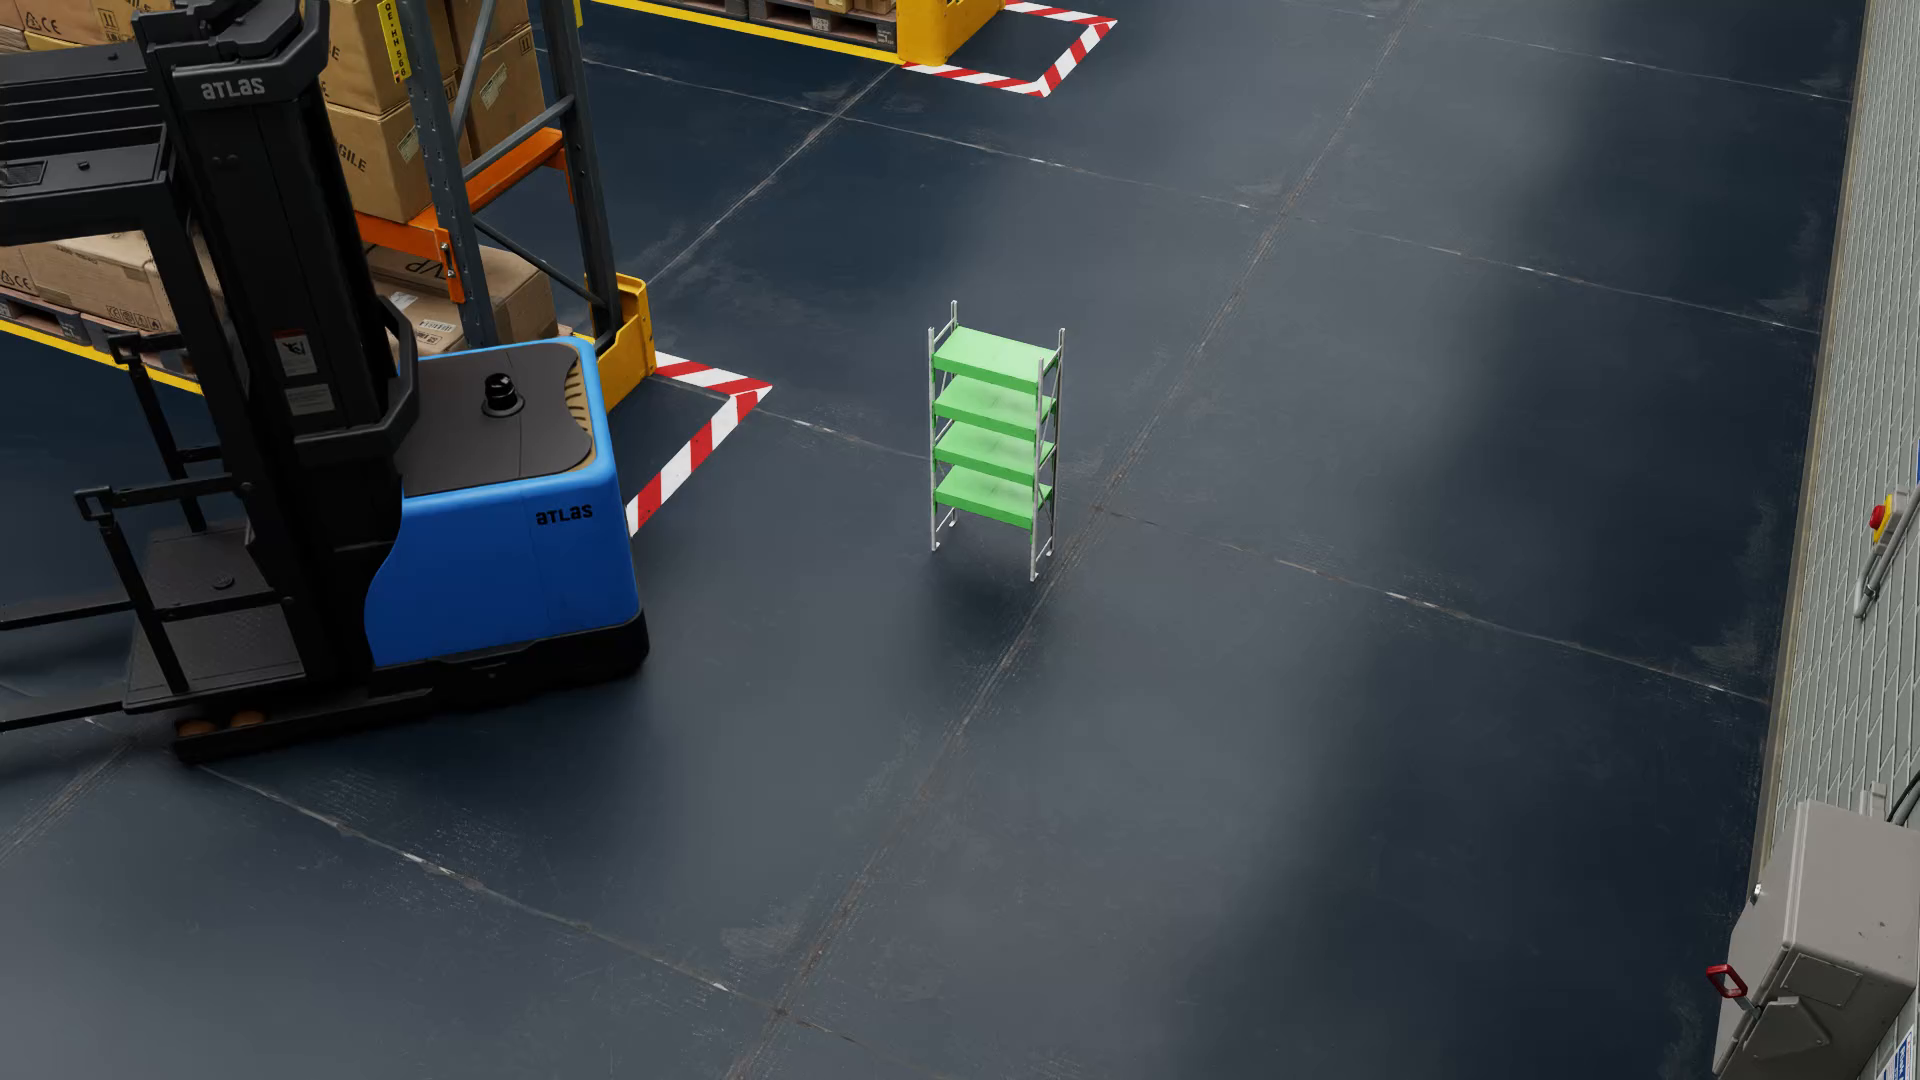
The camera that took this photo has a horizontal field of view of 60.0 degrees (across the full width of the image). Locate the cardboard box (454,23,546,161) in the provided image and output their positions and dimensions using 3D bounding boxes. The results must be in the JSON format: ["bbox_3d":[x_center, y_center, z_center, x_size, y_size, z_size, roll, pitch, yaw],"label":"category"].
[{"bbox_3d":[-2.296,-2.102,7.692,0.500,0.500,0.500,17,44,18],"label":"cardboard box"}]

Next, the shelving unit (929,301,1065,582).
[{"bbox_3d":[0.150,-0.408,7.188,0.503,1.200,0.258,17,44,19],"label":"shelving unit"}]

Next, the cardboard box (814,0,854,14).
[{"bbox_3d":[-0.822,-3.841,11.631,0.250,0.149,0.380,18,44,20],"label":"cardboard box"}]

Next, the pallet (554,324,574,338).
[{"bbox_3d":[-2.740,-0.882,8.490,1.213,0.211,1.003,17,44,19],"label":"pallet"}]

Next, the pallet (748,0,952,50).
[{"bbox_3d":[-0.771,-3.940,12.018,1.213,0.211,1.003,17,44,19],"label":"pallet"}]

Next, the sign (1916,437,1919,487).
[{"bbox_3d":[3.213,-0.327,5.514,0.001,0.218,0.327,17,44,19],"label":"sign"}]

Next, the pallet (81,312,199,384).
[{"bbox_3d":[-3.841,-1.220,8.881,1.213,0.211,1.003,17,44,19],"label":"pallet"}]

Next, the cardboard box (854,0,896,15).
[{"bbox_3d":[-0.546,-3.830,11.618,0.250,0.149,0.380,18,44,19],"label":"cardboard box"}]

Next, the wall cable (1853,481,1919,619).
[{"bbox_3d":[3.138,-0.609,5.246,0.123,1.953,0.585,17,44,19],"label":"wall cable"}]

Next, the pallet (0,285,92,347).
[{"bbox_3d":[-4.951,-1.557,9.270,1.213,0.211,1.003,17,44,19],"label":"pallet"}]

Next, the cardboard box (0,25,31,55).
[{"bbox_3d":[-4.390,-2.337,7.964,0.500,0.500,0.500,17,44,19],"label":"cardboard box"}]

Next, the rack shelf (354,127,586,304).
[{"bbox_3d":[-3.795,-2.042,8.249,4.000,0.370,1.077,17,44,19],"label":"rack shelf"}]

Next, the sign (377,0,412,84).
[{"bbox_3d":[-2.224,-1.969,6.551,0.005,0.325,0.100,17,44,19],"label":"sign"}]

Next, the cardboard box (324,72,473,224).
[{"bbox_3d":[-2.531,-1.775,7.315,0.500,0.500,0.500,17,44,19],"label":"cardboard box"}]

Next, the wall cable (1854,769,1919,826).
[{"bbox_3d":[2.549,0.248,4.282,0.122,1.984,0.588,17,44,19],"label":"wall cable"}]

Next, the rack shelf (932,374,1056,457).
[{"bbox_3d":[0.150,-0.541,7.073,0.480,0.148,0.258,17,44,19],"label":"rack shelf"}]

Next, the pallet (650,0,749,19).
[{"bbox_3d":[-1.873,-4.279,12.409,1.213,0.211,1.003,17,44,19],"label":"pallet"}]

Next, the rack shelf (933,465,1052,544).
[{"bbox_3d":[0.150,-0.178,7.387,0.480,0.148,0.258,17,44,19],"label":"rack shelf"}]

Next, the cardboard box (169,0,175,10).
[{"bbox_3d":[-3.006,-2.296,7.152,0.500,0.500,0.500,17,44,19],"label":"cardboard box"}]

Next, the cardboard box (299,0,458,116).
[{"bbox_3d":[-2.520,-2.168,7.006,0.500,0.500,0.500,18,44,20],"label":"cardboard box"}]

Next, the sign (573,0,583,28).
[{"bbox_3d":[-1.742,-2.445,7.443,0.005,0.325,0.100,17,44,19],"label":"sign"}]

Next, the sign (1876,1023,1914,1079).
[{"bbox_3d":[2.096,1.380,3.824,0.001,0.494,0.329,17,44,19],"label":"sign"}]

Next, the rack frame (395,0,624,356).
[{"bbox_3d":[-1.982,-1.760,7.375,0.127,3.000,1.000,17,44,19],"label":"rack frame"}]

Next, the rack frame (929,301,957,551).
[{"bbox_3d":[-0.071,-0.475,7.266,0.015,1.200,0.240,17,44,19],"label":"rack frame"}]

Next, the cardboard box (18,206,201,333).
[{"bbox_3d":[-4.272,-1.574,8.795,0.875,0.438,0.875,16,43,17],"label":"cardboard box"}]

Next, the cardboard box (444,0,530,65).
[{"bbox_3d":[-2.297,-2.478,7.363,0.500,0.500,0.500,16,43,18],"label":"cardboard box"}]

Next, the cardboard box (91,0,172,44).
[{"bbox_3d":[-3.453,-2.434,7.313,0.500,0.500,0.500,17,44,18],"label":"cardboard box"}]

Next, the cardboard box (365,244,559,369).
[{"bbox_3d":[-2.623,-1.074,8.219,0.875,0.438,0.875,16,43,17],"label":"cardboard box"}]

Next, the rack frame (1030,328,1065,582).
[{"bbox_3d":[0.371,-0.340,7.110,0.015,1.200,0.240,17,44,19],"label":"rack frame"}]

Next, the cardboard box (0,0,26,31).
[{"bbox_3d":[-4.363,-2.716,7.637,0.500,0.500,0.500,18,44,19],"label":"cardboard box"}]

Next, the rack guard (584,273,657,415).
[{"bbox_3d":[-1.960,-0.809,8.186,0.348,0.500,1.175,17,44,19],"label":"rack guard"}]

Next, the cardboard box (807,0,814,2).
[{"bbox_3d":[-1.025,-3.965,11.775,0.250,0.149,0.380,17,44,18],"label":"cardboard box"}]

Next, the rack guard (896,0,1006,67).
[{"bbox_3d":[-0.050,-3.803,11.640,0.348,0.500,1.175,17,44,19],"label":"rack guard"}]

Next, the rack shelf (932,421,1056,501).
[{"bbox_3d":[0.150,-0.359,7.230,0.480,0.148,0.258,17,44,19],"label":"rack shelf"}]

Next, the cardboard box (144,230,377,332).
[{"bbox_3d":[-3.455,-1.323,8.505,0.875,0.438,0.875,18,44,20],"label":"cardboard box"}]

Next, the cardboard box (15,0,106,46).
[{"bbox_3d":[-3.907,-2.575,7.475,0.500,0.500,0.500,17,44,18],"label":"cardboard box"}]

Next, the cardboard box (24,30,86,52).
[{"bbox_3d":[-3.923,-2.195,7.799,0.500,0.500,0.500,18,44,20],"label":"cardboard box"}]

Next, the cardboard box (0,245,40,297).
[{"bbox_3d":[-5.083,-1.821,9.080,0.875,0.438,0.875,16,44,18],"label":"cardboard box"}]

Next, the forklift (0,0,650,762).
[{"bbox_3d":[-2.880,-0.615,6.105,3.031,2.935,1.130,-10,42,-11],"label":"forklift"}]

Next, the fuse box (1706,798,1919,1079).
[{"bbox_3d":[2.117,1.480,4.619,0.414,1.711,0.539,17,44,19],"label":"fuse box"}]

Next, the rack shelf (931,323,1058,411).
[{"bbox_3d":[0.150,-0.722,6.916,0.480,0.148,0.258,17,44,19],"label":"rack shelf"}]
